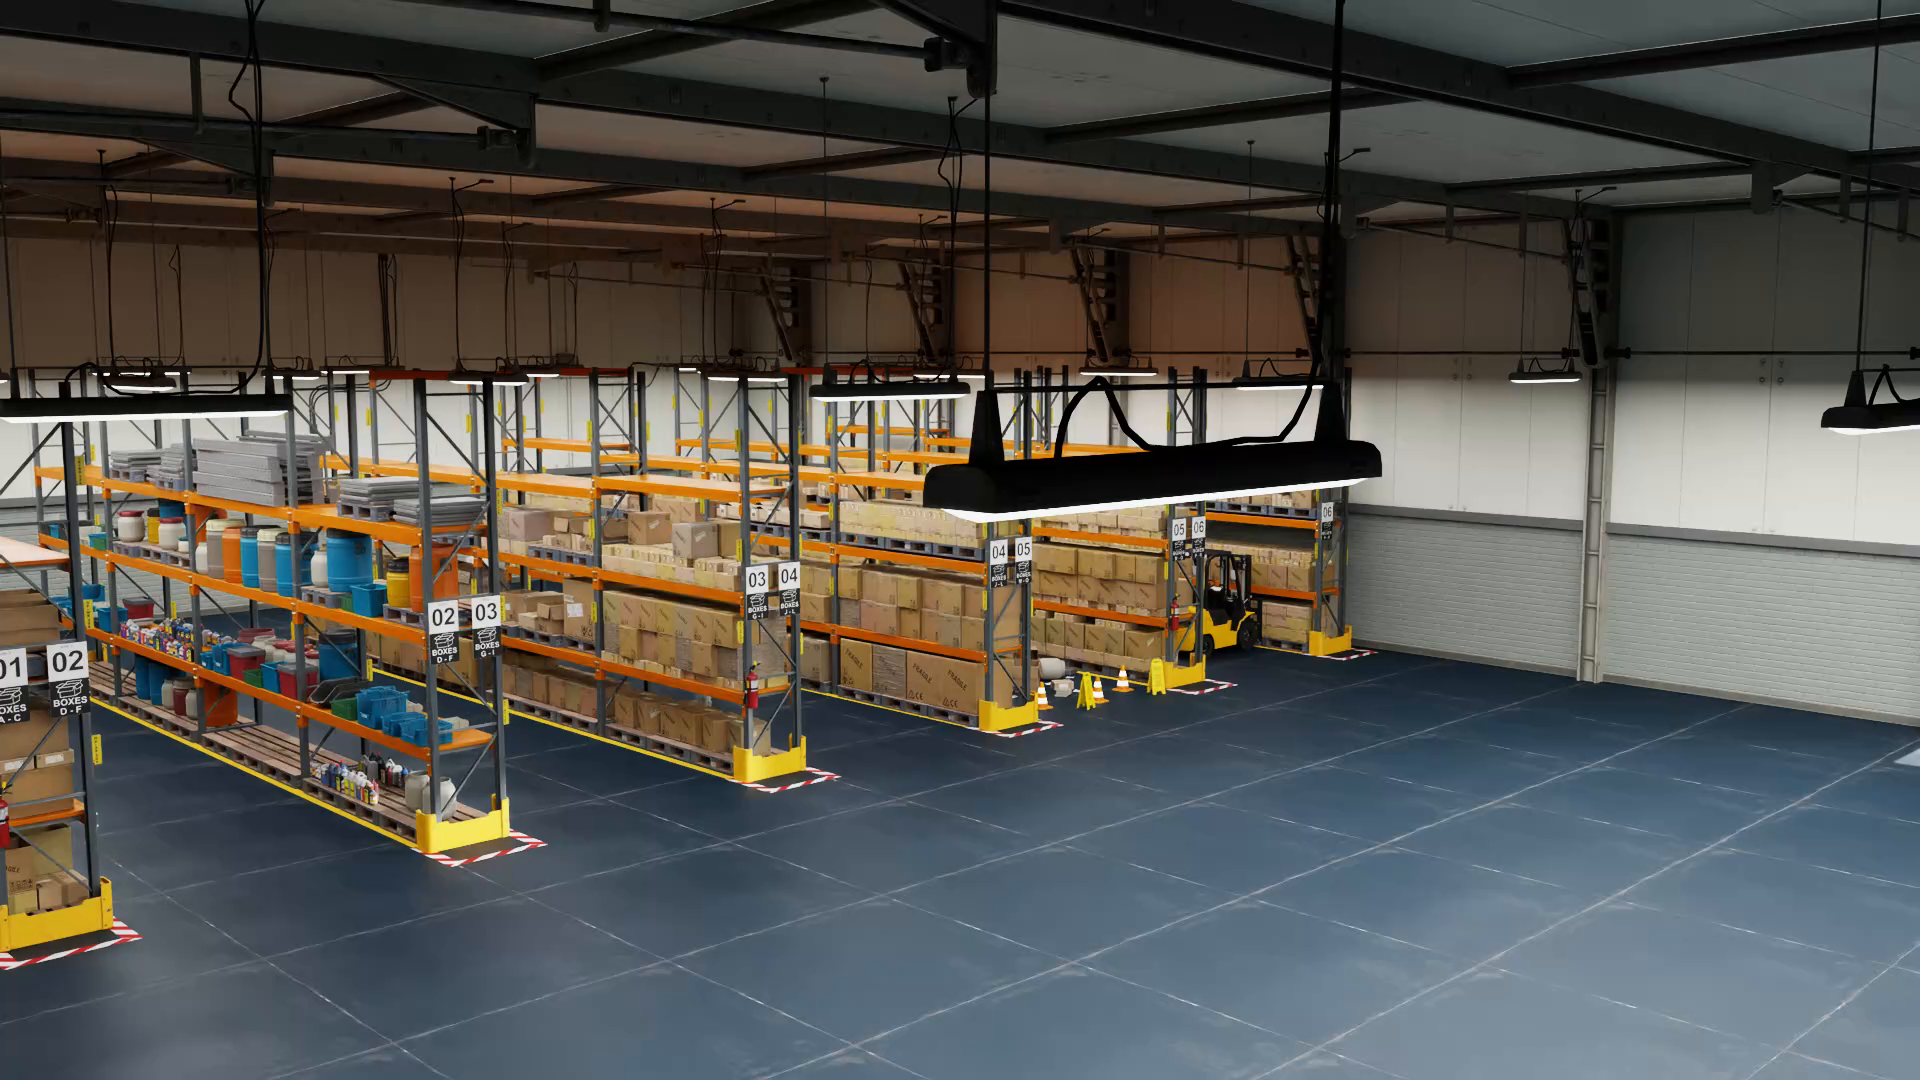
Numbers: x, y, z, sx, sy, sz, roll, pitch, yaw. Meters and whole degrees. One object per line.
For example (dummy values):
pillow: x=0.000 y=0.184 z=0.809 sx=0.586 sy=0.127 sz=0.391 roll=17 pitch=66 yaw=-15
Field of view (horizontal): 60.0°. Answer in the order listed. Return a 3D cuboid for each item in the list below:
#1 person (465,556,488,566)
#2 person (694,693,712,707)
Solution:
person: x=-11.536 y=1.007 z=39.876 sx=0.629 sy=1.713 sz=0.645 roll=-5 pitch=8 yaw=-36
person: x=-4.415 y=2.178 z=29.004 sx=0.494 sy=1.792 sz=0.626 roll=-2 pitch=7 yaw=-17
